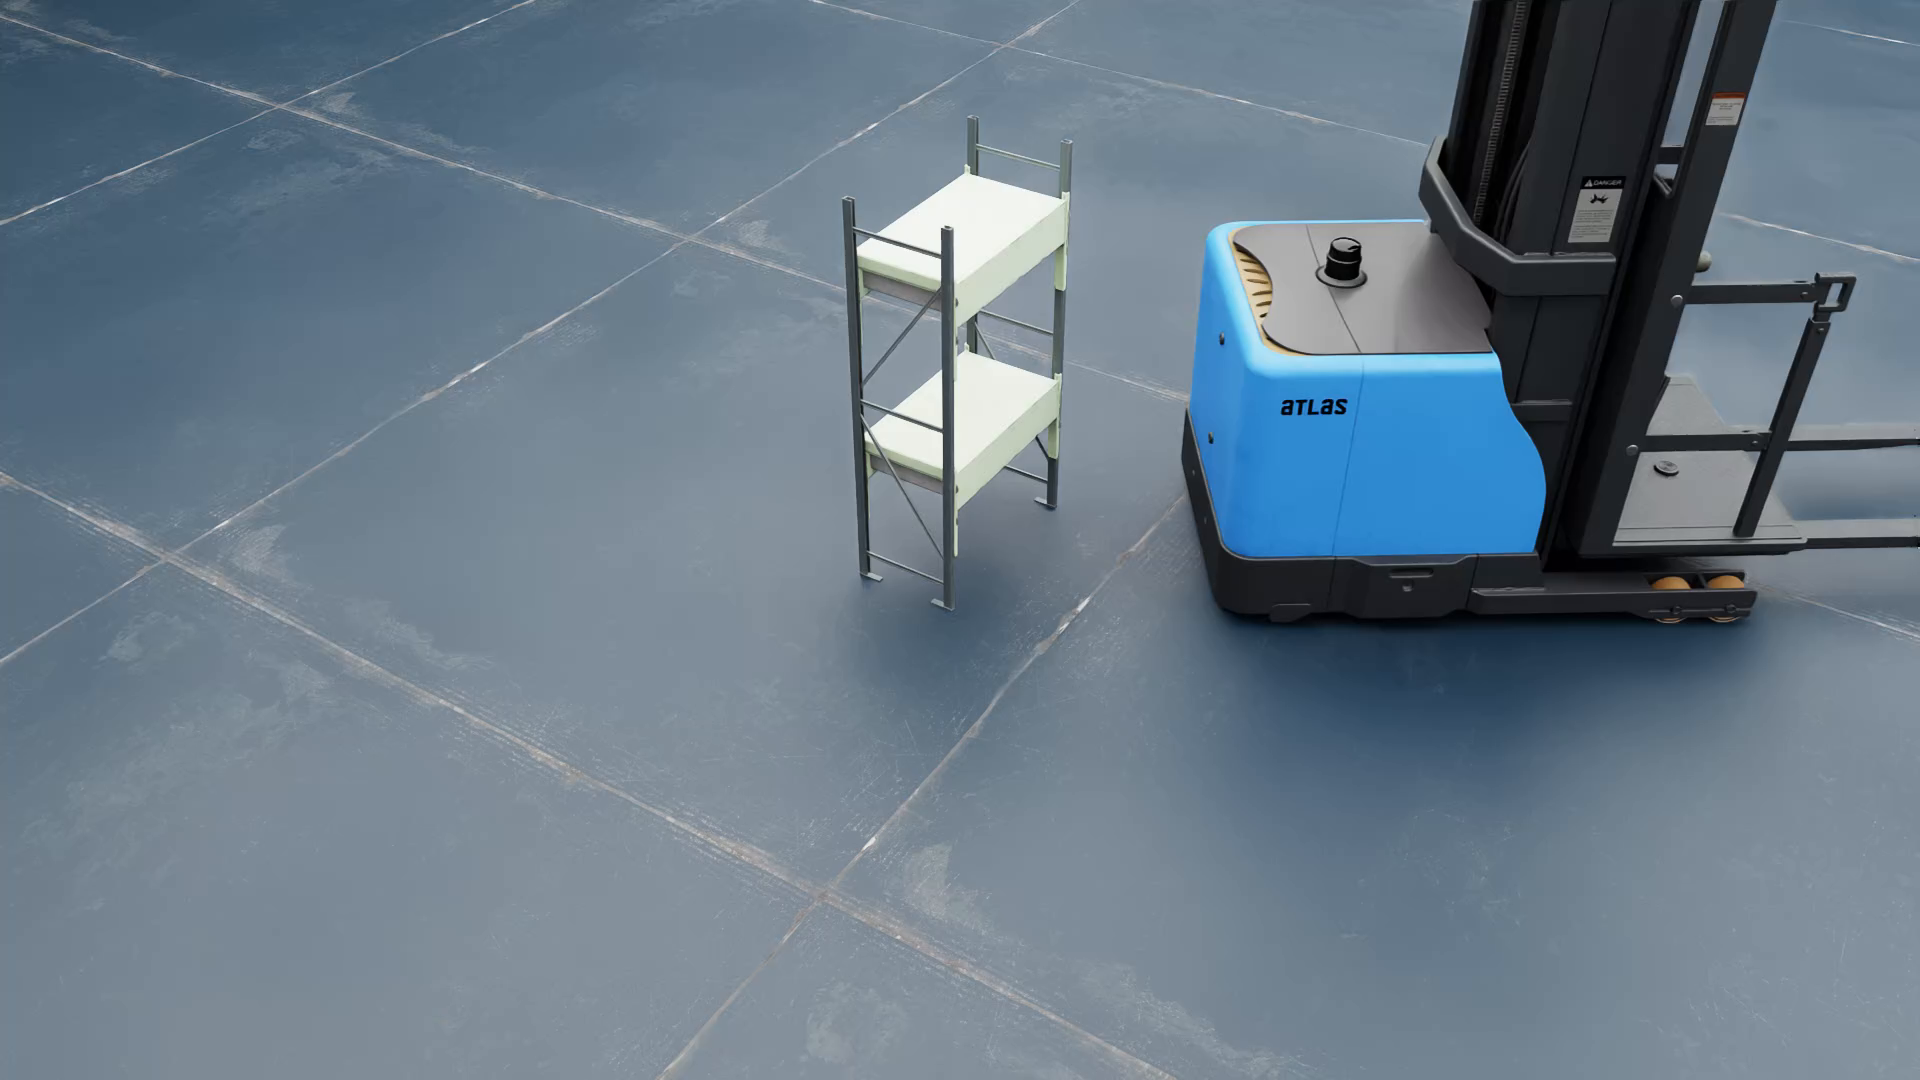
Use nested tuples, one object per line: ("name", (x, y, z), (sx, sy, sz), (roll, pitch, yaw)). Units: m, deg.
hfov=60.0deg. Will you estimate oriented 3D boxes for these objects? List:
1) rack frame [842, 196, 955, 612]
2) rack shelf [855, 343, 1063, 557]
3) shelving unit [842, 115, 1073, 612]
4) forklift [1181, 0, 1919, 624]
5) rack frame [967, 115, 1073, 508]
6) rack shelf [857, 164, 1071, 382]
("rack frame", (-0.193, -0.409, 5.552), (0.400, 1.500, 0.023), (21, 42, 25))
("rack shelf", (0.004, -0.339, 5.996), (0.431, 0.370, 0.720), (21, 42, 25))
("shelving unit", (0.004, -0.597, 5.797), (0.431, 1.500, 0.755), (21, 42, 25))
("forklift", (2.397, -1.191, 5.395), (3.031, 2.935, 1.130), (-1, 38, -1))
("rack frame", (0.200, -0.786, 6.041), (0.400, 1.500, 0.023), (21, 42, 25))
("rack shelf", (0.004, -0.907, 5.558), (0.431, 0.370, 0.720), (21, 42, 25))
